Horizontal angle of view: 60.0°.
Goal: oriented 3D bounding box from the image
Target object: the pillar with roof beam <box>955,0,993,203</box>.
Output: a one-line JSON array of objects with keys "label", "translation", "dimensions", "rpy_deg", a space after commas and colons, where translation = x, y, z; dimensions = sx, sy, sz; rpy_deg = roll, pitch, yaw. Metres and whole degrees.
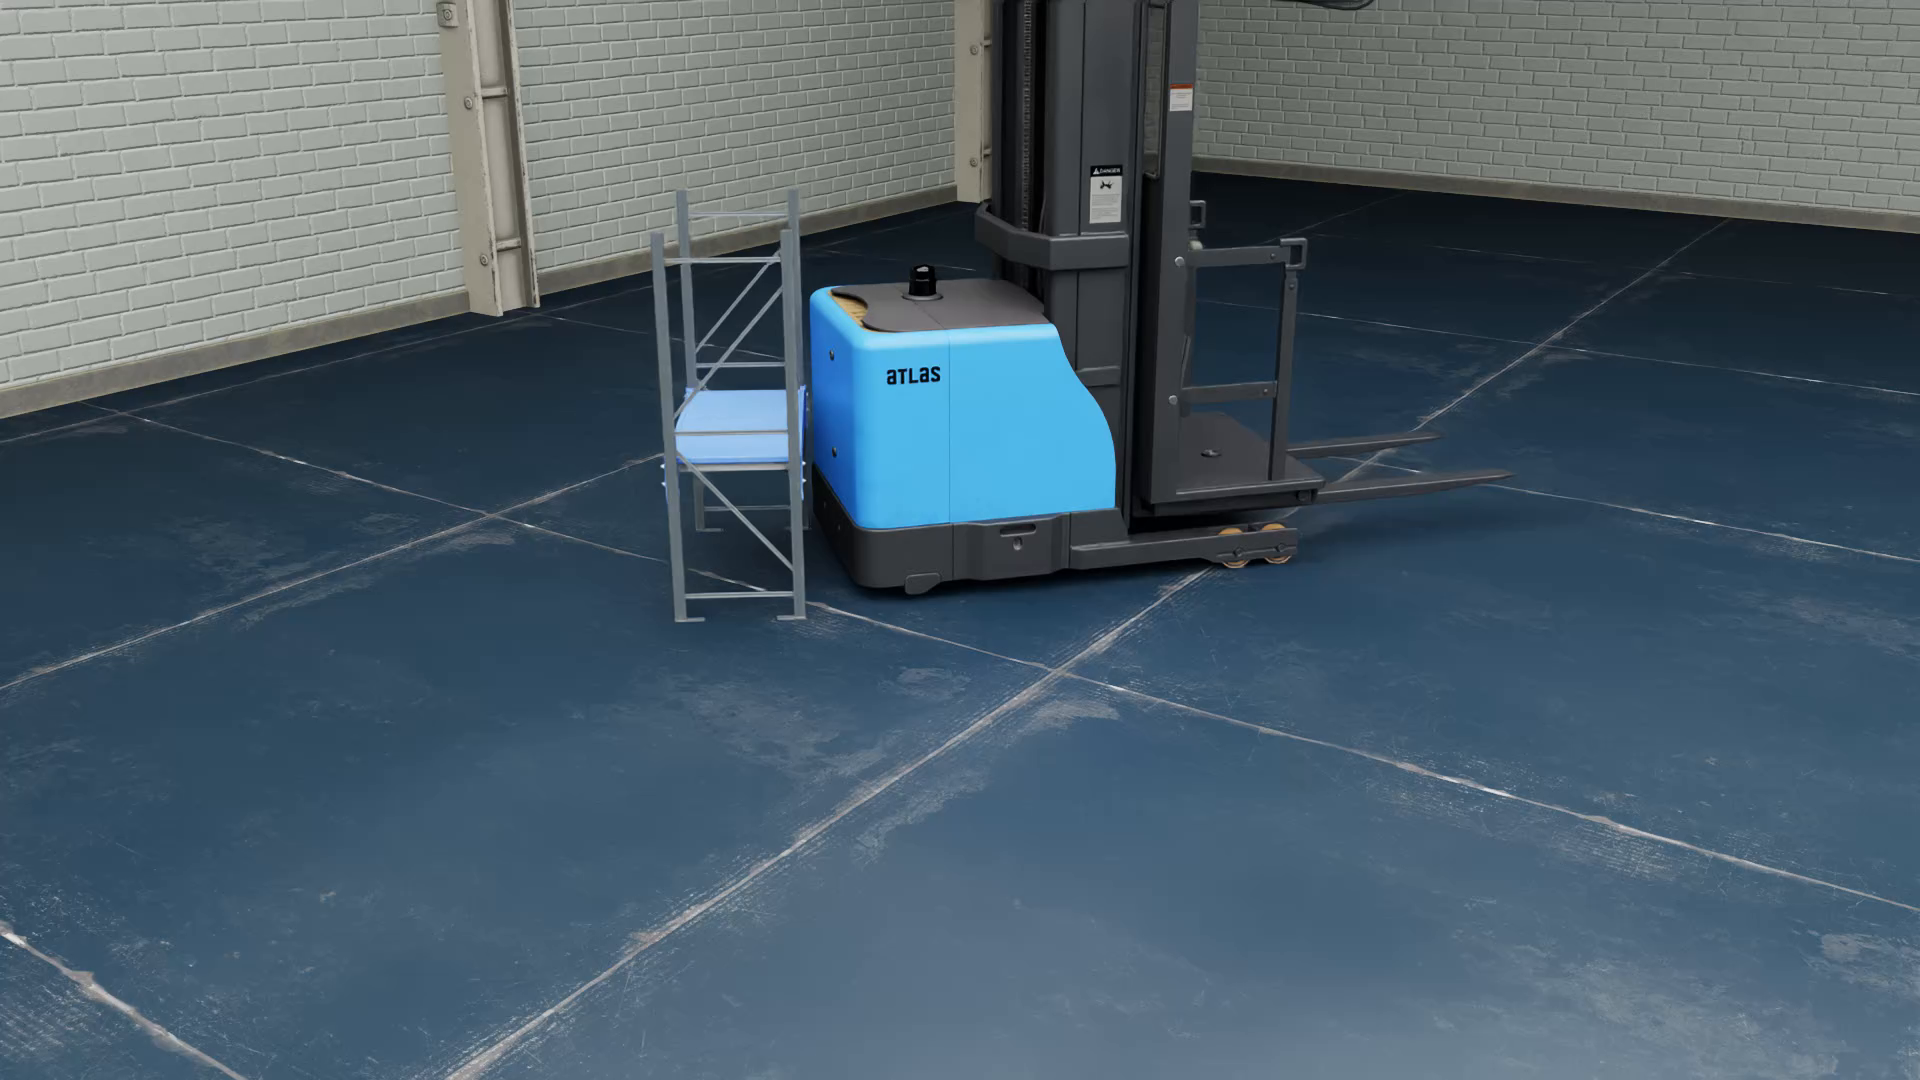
[{"label": "pillar with roof beam", "translation": [3.743, -6.723, 12.468], "dimensions": [9.100, 9.000, 0.400], "rpy_deg": [13, 24, 32]}]

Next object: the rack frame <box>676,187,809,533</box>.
[{"label": "rack frame", "translation": [-0.920, -0.746, 7.121], "dimensions": [0.500, 1.500, 0.032], "rpy_deg": [-1, 20, -4]}]

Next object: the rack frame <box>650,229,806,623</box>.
[{"label": "rack frame", "translation": [-0.848, -0.395, 6.170], "dimensions": [0.500, 1.500, 0.032], "rpy_deg": [-1, 20, -4]}]

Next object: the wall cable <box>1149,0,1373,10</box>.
[{"label": "wall cable", "translation": [2.932, -6.693, 16.864], "dimensions": [3.097, 2.526, 0.112], "rpy_deg": [13, 24, 32]}]

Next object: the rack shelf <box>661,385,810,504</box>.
[{"label": "rack shelf", "translation": [-0.884, -0.402, 6.708], "dimensions": [0.538, 0.185, 1.000], "rpy_deg": [-1, 20, -4]}]

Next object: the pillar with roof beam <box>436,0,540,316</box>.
[{"label": "pillar with roof beam", "translation": [0.370, -5.001, 7.814], "dimensions": [9.100, 9.000, 0.400], "rpy_deg": [13, 24, 32]}]

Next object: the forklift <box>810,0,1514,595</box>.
[{"label": "forklift", "translation": [0.923, -1.426, 6.896], "dimensions": [3.031, 2.935, 1.130], "rpy_deg": [-6, 21, -15]}]

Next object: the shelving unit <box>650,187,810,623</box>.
[{"label": "shelving unit", "translation": [-0.884, -0.571, 6.645], "dimensions": [0.538, 1.500, 1.048], "rpy_deg": [-1, 20, -4]}]
